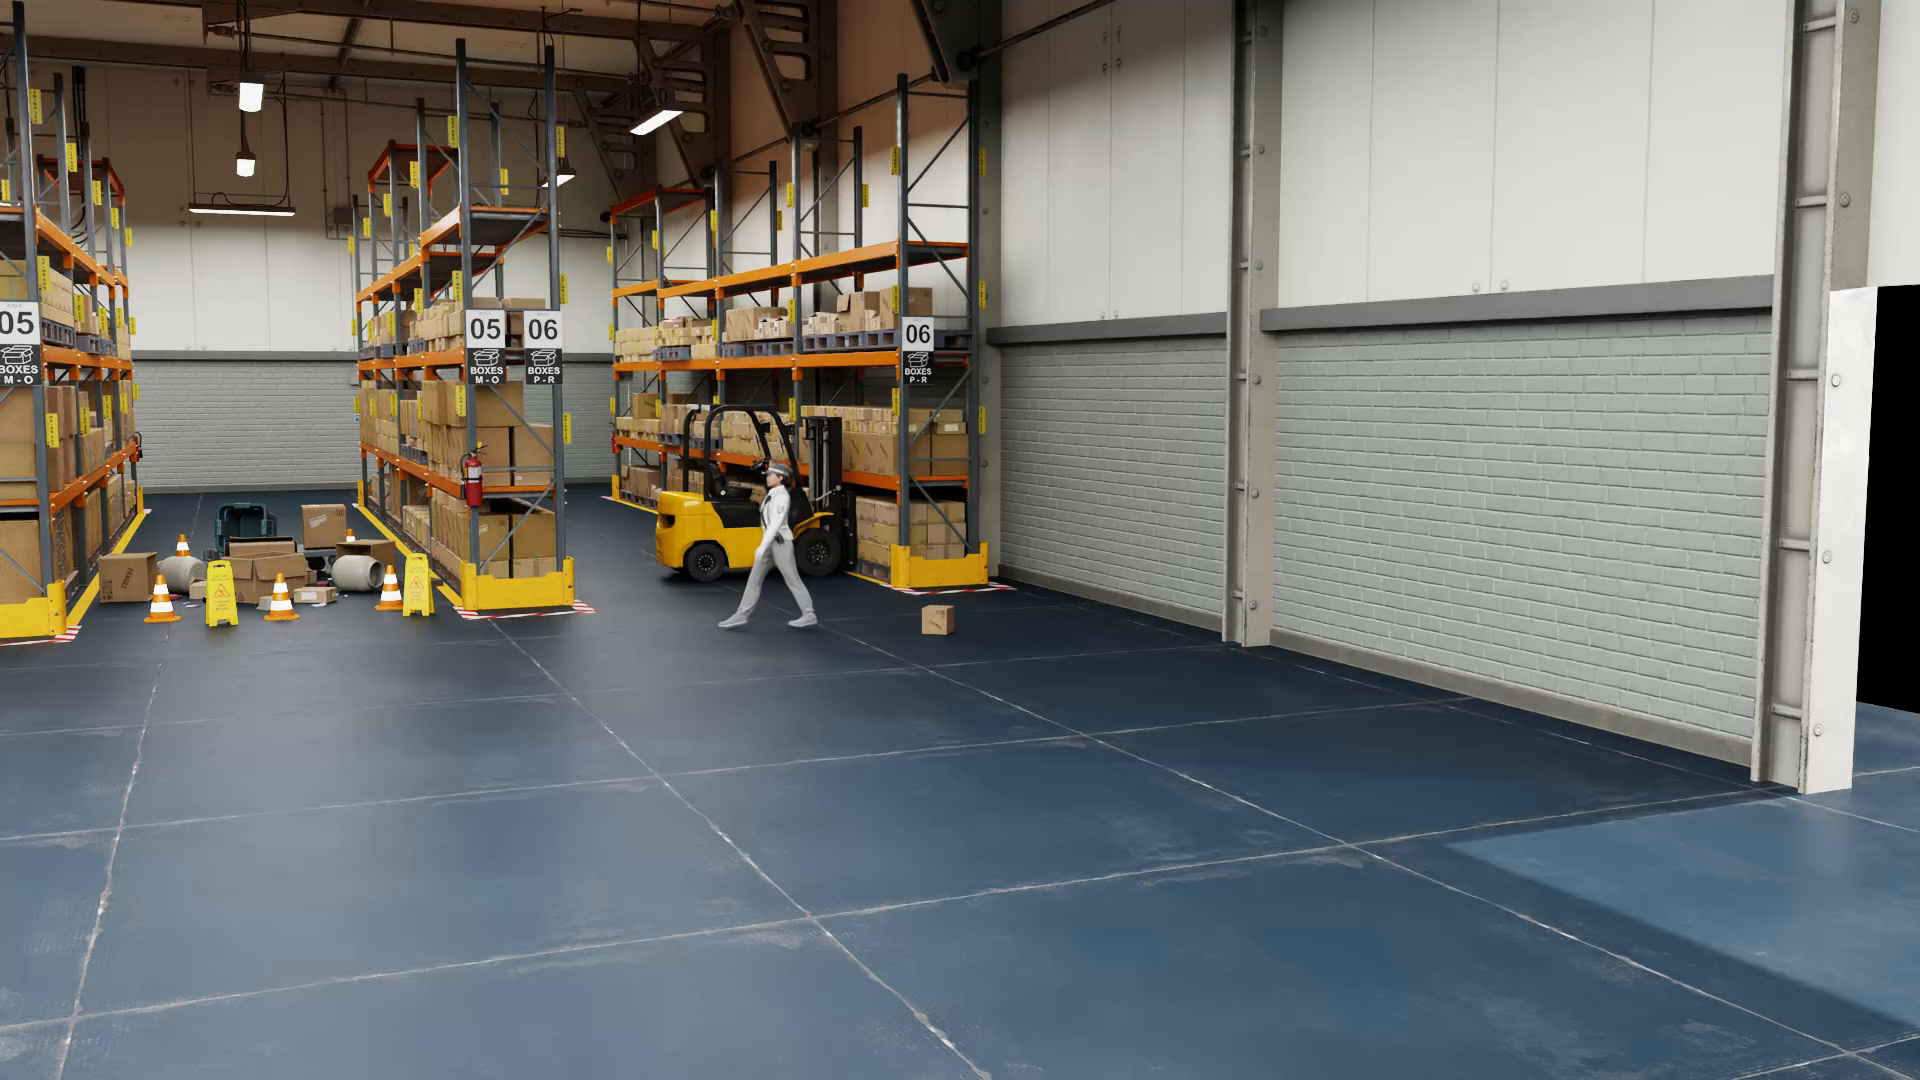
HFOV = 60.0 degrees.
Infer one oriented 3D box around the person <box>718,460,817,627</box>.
[{"bbox_3d":[-1.878,0.040,16.275,0.945,1.641,0.519,-2,6,-20],"label":"person"}]
